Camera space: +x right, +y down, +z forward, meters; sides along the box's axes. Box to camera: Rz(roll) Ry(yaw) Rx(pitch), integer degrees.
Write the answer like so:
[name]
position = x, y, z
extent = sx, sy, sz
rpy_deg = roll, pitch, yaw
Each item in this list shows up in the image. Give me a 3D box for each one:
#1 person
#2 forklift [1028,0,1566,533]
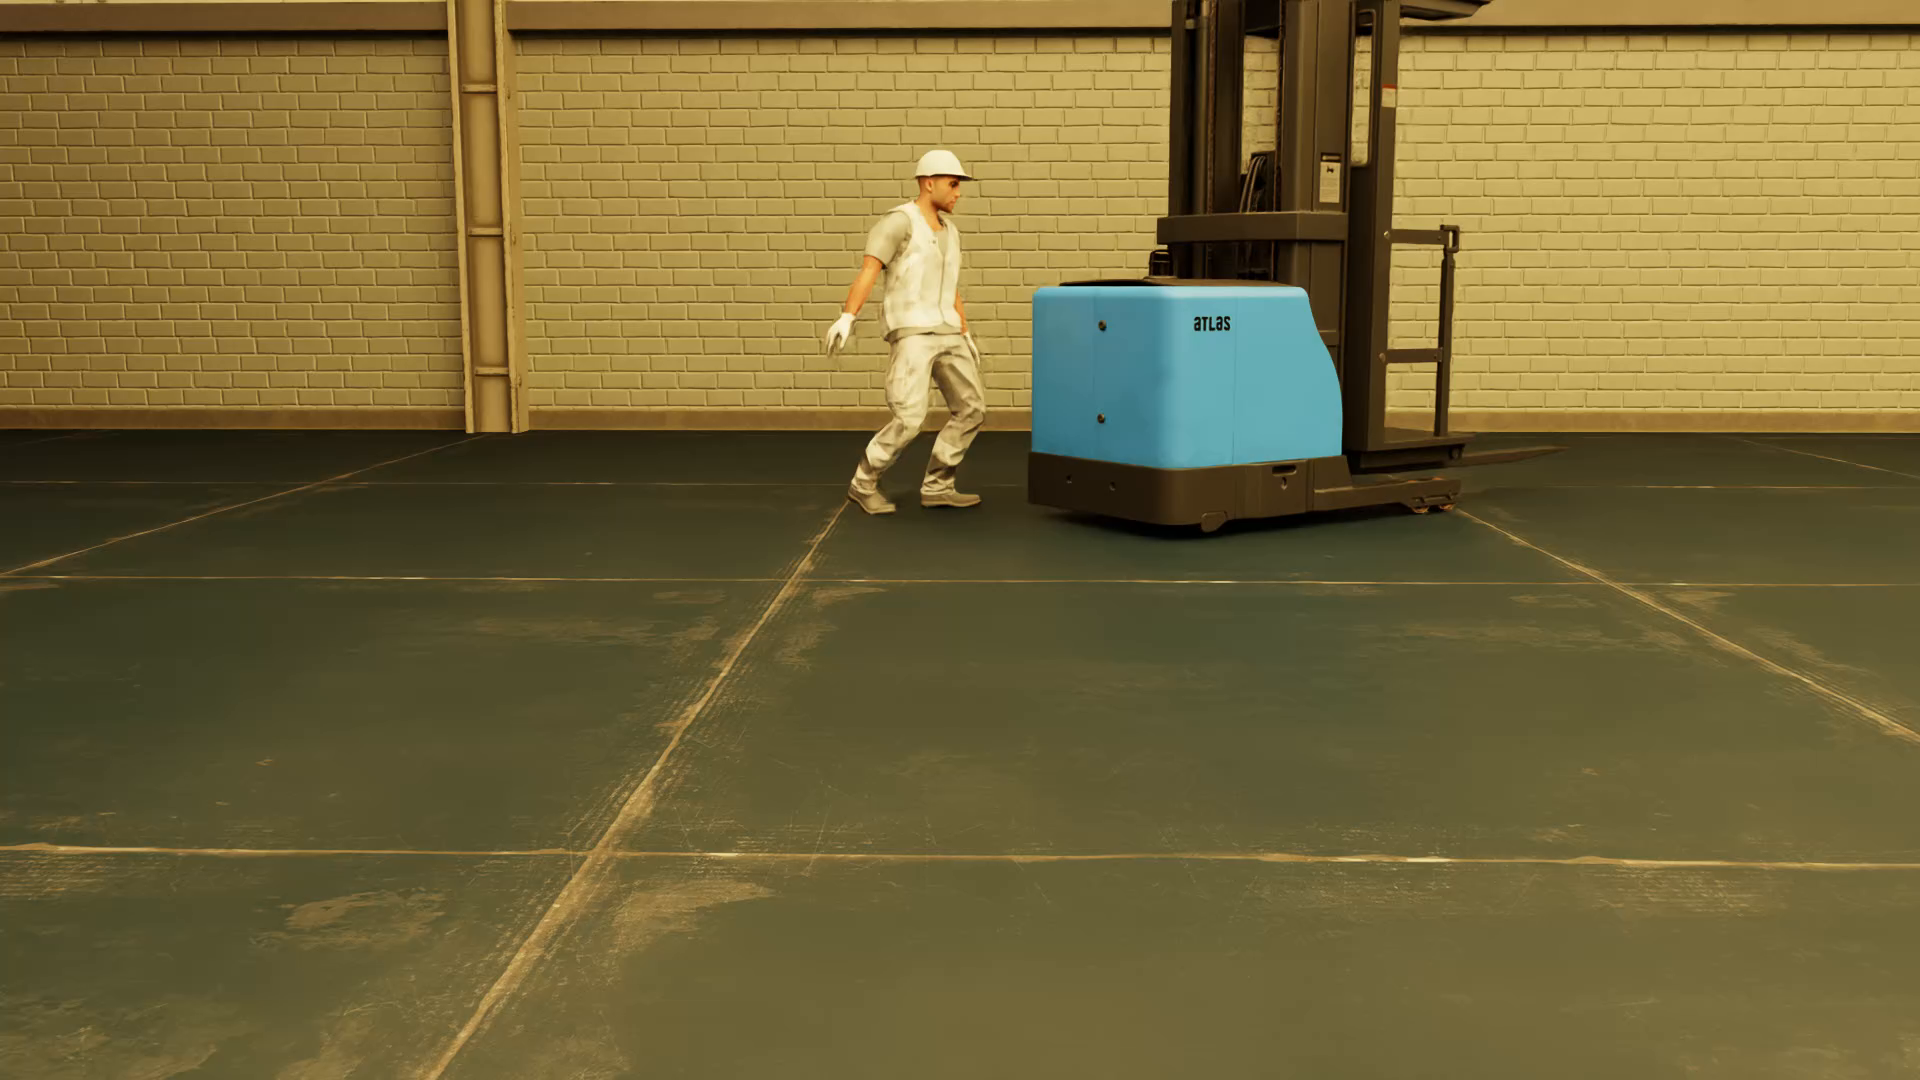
[person]
position = -0.254, -0.972, 7.855
extent = 0.500, 1.704, 0.895
rpy_deg = 8, 12, 42
[forklift]
position = 1.814, -1.630, 8.091
extent = 3.031, 2.935, 1.130
rpy_deg = -6, 11, -35
